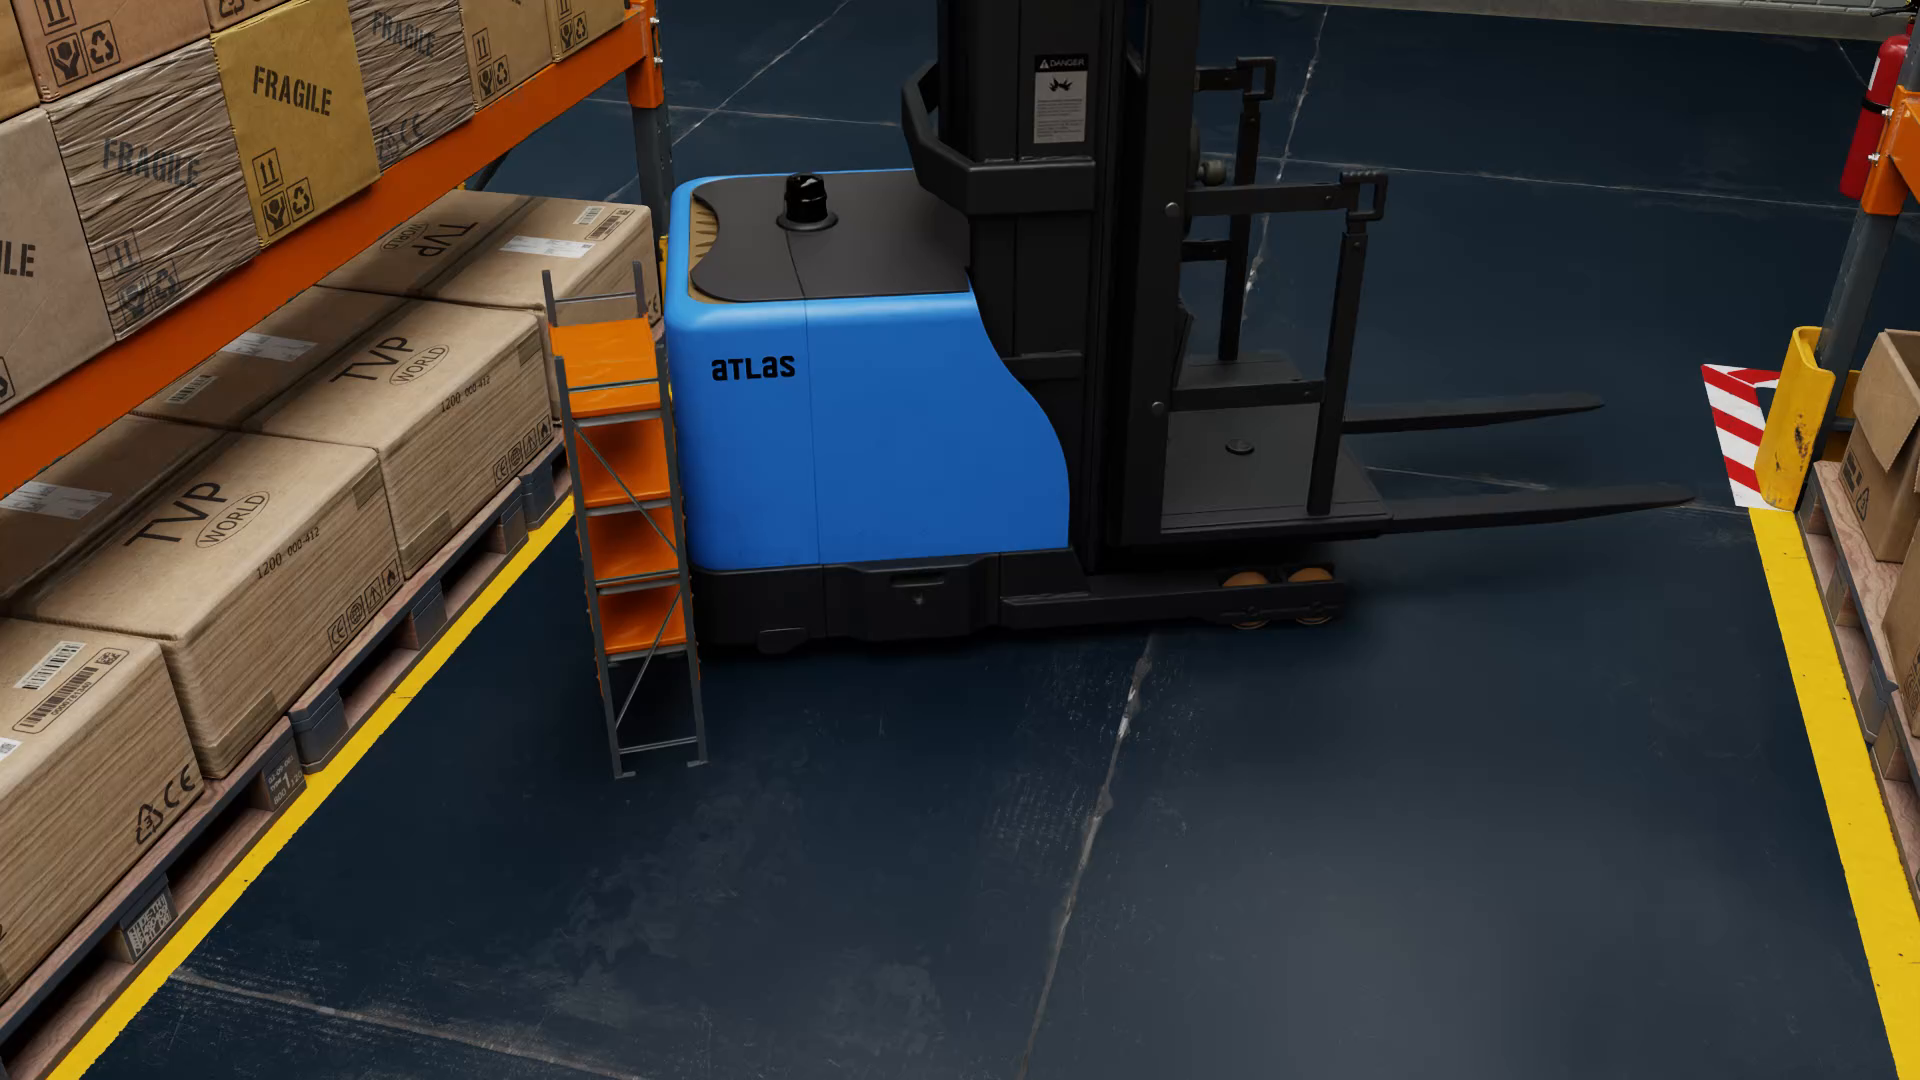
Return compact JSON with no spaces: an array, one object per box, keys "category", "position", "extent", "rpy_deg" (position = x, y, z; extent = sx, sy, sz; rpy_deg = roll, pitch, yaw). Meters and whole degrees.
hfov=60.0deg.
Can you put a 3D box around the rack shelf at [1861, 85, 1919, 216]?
[{"category":"rack shelf","position":[2.743,-0.077,3.246],"extent":[1.077,0.370,4.000],"rpy_deg":[8,33,12]}]

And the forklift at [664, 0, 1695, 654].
[{"category":"forklift","position":[0.688,-1.255,4.492],"extent":[3.031,2.935,1.130],"rpy_deg":[-4,33,-6]}]

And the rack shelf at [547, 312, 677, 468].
[{"category":"rack shelf","position":[-0.837,-0.368,3.977],"extent":[0.258,0.148,0.480],"rpy_deg":[-8,33,-13]}]

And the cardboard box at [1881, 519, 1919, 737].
[{"category":"cardboard box","position":[2.749,0.202,4.075],"extent":[0.700,0.500,0.500],"rpy_deg":[9,34,14]}]

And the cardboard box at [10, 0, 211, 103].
[{"category":"cardboard box","position":[-1.936,-1.220,3.348],"extent":[0.500,0.500,0.500],"rpy_deg":[9,33,13]}]

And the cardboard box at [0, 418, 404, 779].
[{"category":"cardboard box","position":[-2.077,0.112,4.275],"extent":[0.875,0.438,0.875],"rpy_deg":[7,33,11]}]

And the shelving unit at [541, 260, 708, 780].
[{"category":"shelving unit","position":[-0.837,-0.036,4.188],"extent":[0.258,1.200,0.503],"rpy_deg":[-8,33,-13]}]

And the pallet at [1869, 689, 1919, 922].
[{"category":"pallet","position":[2.719,0.843,3.728],"extent":[1.003,0.211,1.213],"rpy_deg":[8,33,12]}]

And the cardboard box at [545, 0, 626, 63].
[{"category":"cardboard box","position":[-1.418,-1.848,5.268],"extent":[0.500,0.500,0.500],"rpy_deg":[8,33,13]}]

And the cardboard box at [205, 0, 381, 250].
[{"category":"cardboard box","position":[-1.799,-1.052,4.015],"extent":[0.500,0.500,0.500],"rpy_deg":[9,34,14]}]

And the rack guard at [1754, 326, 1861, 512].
[{"category":"rack guard","position":[3.232,-0.324,5.294],"extent":[1.175,0.500,0.348],"rpy_deg":[8,33,12]}]

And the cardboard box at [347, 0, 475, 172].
[{"category":"cardboard box","position":[-1.681,-1.321,4.439],"extent":[0.500,0.500,0.500],"rpy_deg":[9,34,14]}]

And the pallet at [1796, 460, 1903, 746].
[{"category":"pallet","position":[3.030,0.212,4.720],"extent":[1.003,0.211,1.213],"rpy_deg":[8,33,12]}]

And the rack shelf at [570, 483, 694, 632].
[{"category":"rack shelf","position":[-0.838,0.021,4.224],"extent":[0.258,0.148,0.480],"rpy_deg":[-8,33,-13]}]

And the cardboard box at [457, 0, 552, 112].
[{"category":"cardboard box","position":[-1.560,-1.590,4.861],"extent":[0.500,0.500,0.500],"rpy_deg":[7,33,11]}]

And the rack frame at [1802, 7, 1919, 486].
[{"category":"rack frame","position":[3.251,-1.418,4.685],"extent":[1.000,3.000,0.127],"rpy_deg":[8,33,12]}]

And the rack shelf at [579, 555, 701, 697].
[{"category":"rack shelf","position":[-0.838,0.188,4.331],"extent":[0.258,0.148,0.480],"rpy_deg":[-8,33,-13]}]

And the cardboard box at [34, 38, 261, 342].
[{"category":"cardboard box","position":[-1.930,-0.784,3.595],"extent":[0.500,0.500,0.500],"rpy_deg":[8,33,13]}]

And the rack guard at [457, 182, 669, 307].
[{"category":"rack guard","position":[-1.545,-1.050,6.435],"extent":[1.175,0.500,0.348],"rpy_deg":[8,33,12]}]

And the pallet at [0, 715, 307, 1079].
[{"category":"pallet","position":[-2.298,0.776,3.832],"extent":[1.003,0.211,1.213],"rpy_deg":[8,33,12]}]

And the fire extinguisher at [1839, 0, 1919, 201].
[{"category":"fire extinguisher","position":[2.841,-1.368,5.025],"extent":[0.296,0.674,0.183],"rpy_deg":[8,33,12]}]

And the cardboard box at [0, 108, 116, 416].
[{"category":"cardboard box","position":[-2.062,-0.527,3.190],"extent":[0.500,0.500,0.500],"rpy_deg":[8,33,13]}]

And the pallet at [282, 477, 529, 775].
[{"category":"pallet","position":[-1.990,0.141,4.831],"extent":[1.003,0.211,1.213],"rpy_deg":[8,33,12]}]

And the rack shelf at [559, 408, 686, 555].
[{"category":"rack shelf","position":[-0.837,-0.168,4.104],"extent":[0.258,0.148,0.480],"rpy_deg":[-8,33,-13]}]

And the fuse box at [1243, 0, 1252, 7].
[{"category":"fuse box","position":[1.852,-4.116,10.130],"extent":[0.539,1.711,0.414],"rpy_deg":[8,33,12]}]

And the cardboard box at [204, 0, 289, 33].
[{"category":"cardboard box","position":[-1.806,-1.482,3.760],"extent":[0.500,0.500,0.500],"rpy_deg":[8,33,12]}]

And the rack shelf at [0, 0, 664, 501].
[{"category":"rack shelf","position":[-2.059,-0.751,4.306],"extent":[1.077,0.370,4.000],"rpy_deg":[8,33,12]}]

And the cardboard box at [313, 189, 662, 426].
[{"category":"cardboard box","position":[-1.622,-0.832,5.760],"extent":[0.875,0.438,0.875],"rpy_deg":[7,33,11]}]

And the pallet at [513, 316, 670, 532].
[{"category":"pallet","position":[-1.679,-0.490,5.824],"extent":[1.003,0.211,1.213],"rpy_deg":[8,33,12]}]

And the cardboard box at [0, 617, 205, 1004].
[{"category":"cardboard box","position":[-2.303,0.576,3.544],"extent":[0.875,0.438,0.875],"rpy_deg":[8,33,12]}]

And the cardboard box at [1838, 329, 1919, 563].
[{"category":"cardboard box","position":[3.004,-0.238,4.763],"extent":[0.797,0.503,0.637],"rpy_deg":[7,33,10]}]

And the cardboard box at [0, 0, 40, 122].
[{"category":"cardboard box","position":[-2.077,-0.956,2.933],"extent":[0.500,0.500,0.500],"rpy_deg":[8,33,12]}]

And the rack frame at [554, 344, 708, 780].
[{"category":"rack frame","position":[-0.774,0.090,3.990],"extent":[0.240,1.200,0.015],"rpy_deg":[-8,33,-13]}]

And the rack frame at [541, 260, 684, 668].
[{"category":"rack frame","position":[-0.901,-0.162,4.387],"extent":[0.240,1.200,0.015],"rpy_deg":[-8,33,-13]}]

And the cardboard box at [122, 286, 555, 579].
[{"category":"cardboard box","position":[-1.846,-0.356,5.011],"extent":[0.875,0.438,0.875],"rpy_deg":[9,34,14]}]

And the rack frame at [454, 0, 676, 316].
[{"category":"rack frame","position":[-1.551,-2.092,5.745],"extent":[1.000,3.000,0.127],"rpy_deg":[8,33,12]}]
